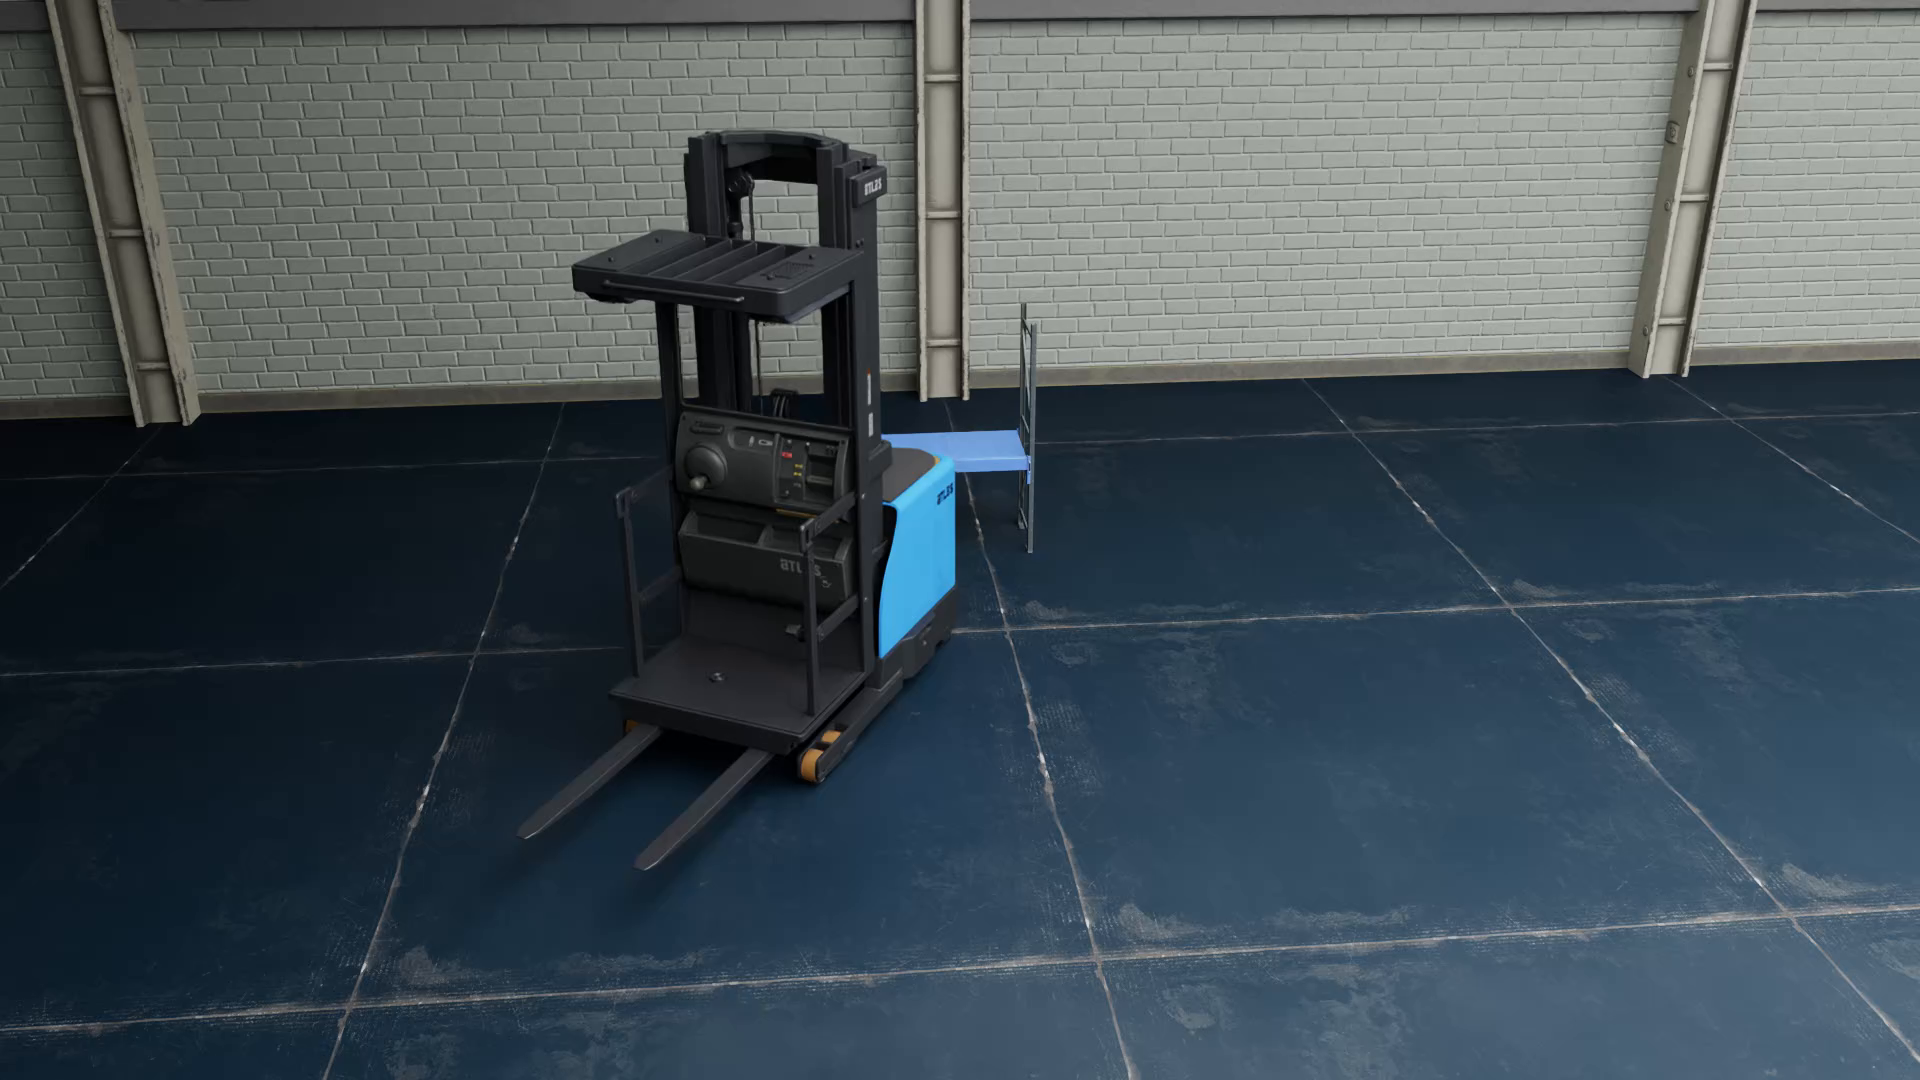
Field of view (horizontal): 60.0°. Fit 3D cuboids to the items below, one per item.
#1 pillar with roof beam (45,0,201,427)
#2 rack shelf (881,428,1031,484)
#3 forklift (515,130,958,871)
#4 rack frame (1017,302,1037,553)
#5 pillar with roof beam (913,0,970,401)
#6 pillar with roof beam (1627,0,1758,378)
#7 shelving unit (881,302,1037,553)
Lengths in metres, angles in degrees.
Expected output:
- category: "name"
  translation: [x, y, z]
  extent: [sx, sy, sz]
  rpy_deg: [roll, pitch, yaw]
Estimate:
- category: "pillar with roof beam"
  translation: [-5.685, -3.305, 7.105]
  extent: [0.400, 9.000, 9.100]
  rpy_deg: [-2, 24, -5]
- category: "rack shelf"
  translation: [-0.085, -0.518, 10.511]
  extent: [1.000, 0.185, 0.538]
  rpy_deg: [-2, 24, -5]
- category: "forklift"
  translation: [-1.053, -0.353, 7.935]
  extent: [1.130, 2.935, 3.031]
  rpy_deg: [10, 26, 21]
- category: "rack frame"
  translation: [0.421, -0.702, 10.483]
  extent: [0.032, 1.500, 0.500]
  rpy_deg: [-2, 24, -5]
- category: "pillar with roof beam"
  translation: [0.286, -3.544, 7.644]
  extent: [0.400, 9.000, 9.100]
  rpy_deg: [-2, 24, -5]
- category: "pillar with roof beam"
  translation: [6.257, -3.784, 8.183]
  extent: [0.400, 9.000, 9.100]
  rpy_deg: [-2, 24, -5]
- category: "shelving unit"
  translation: [-0.085, -0.682, 10.438]
  extent: [1.048, 1.500, 0.538]
  rpy_deg: [-2, 24, -5]
